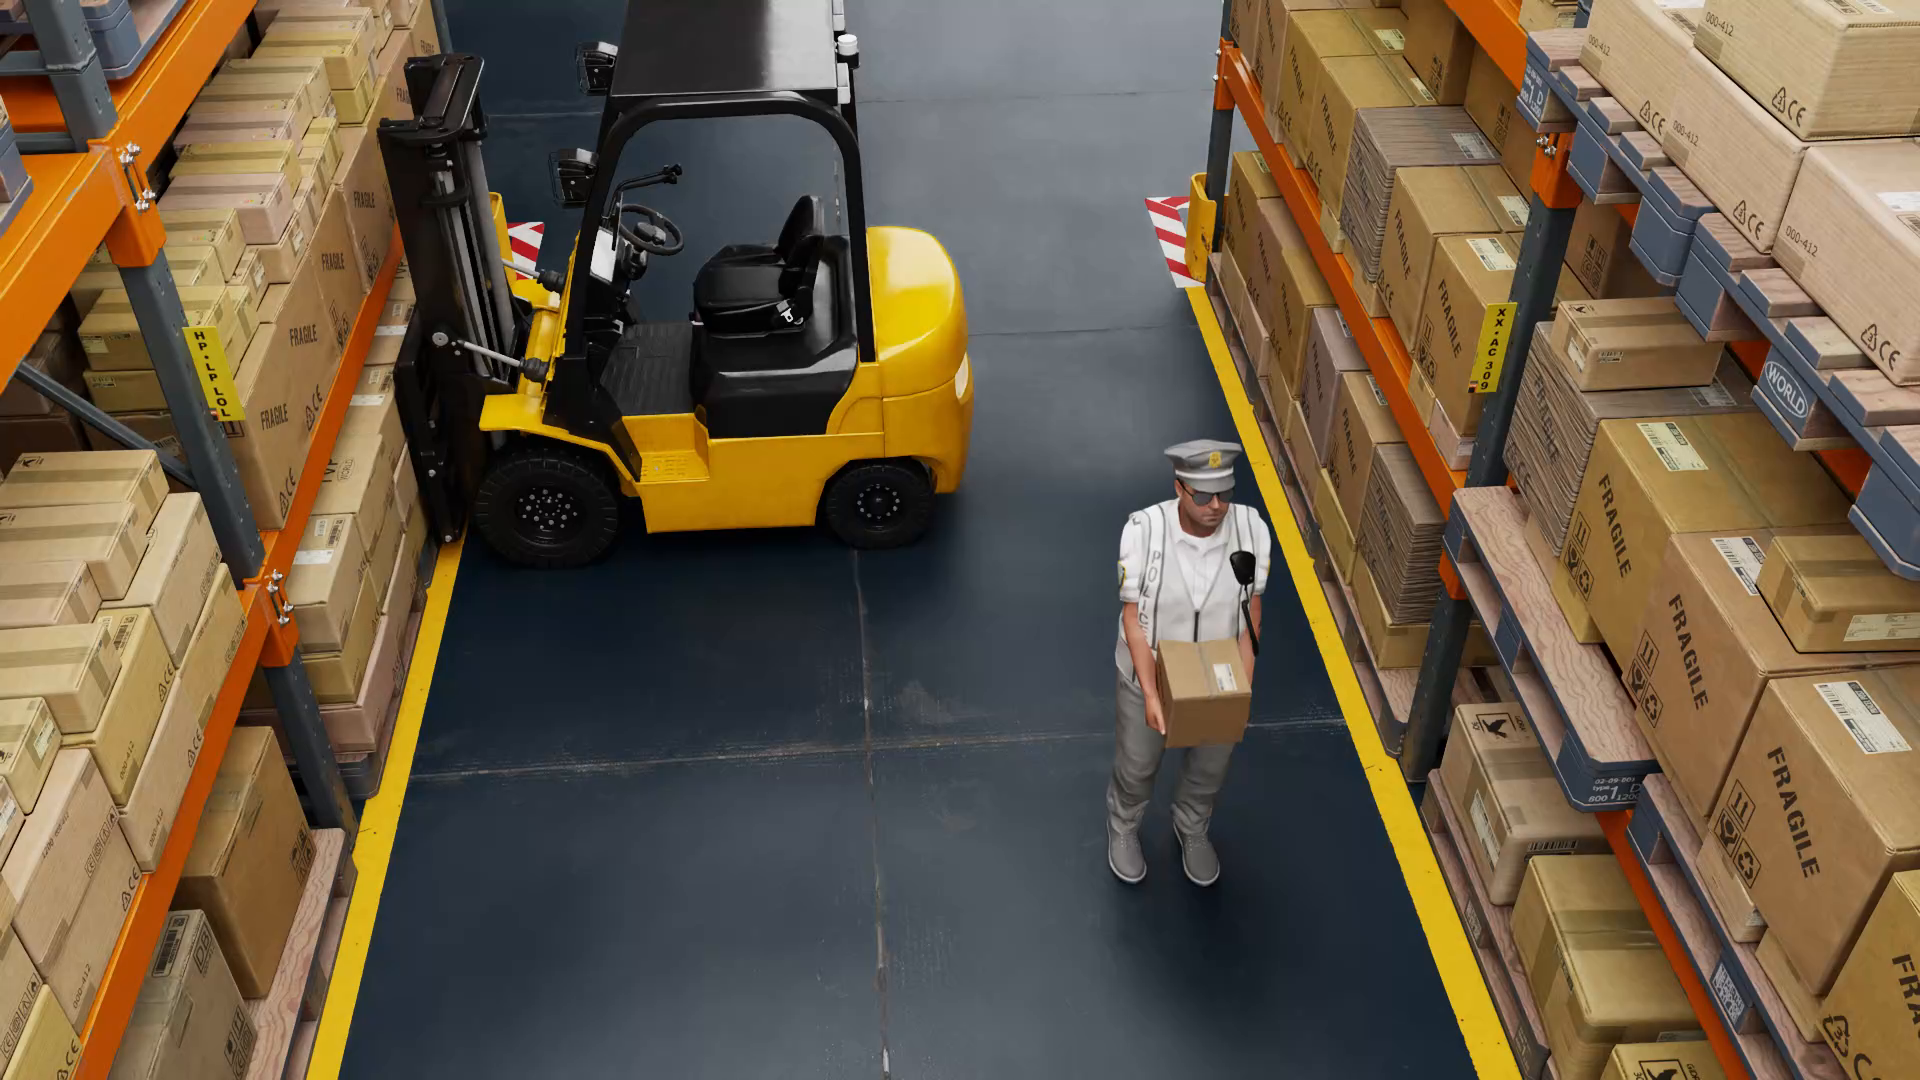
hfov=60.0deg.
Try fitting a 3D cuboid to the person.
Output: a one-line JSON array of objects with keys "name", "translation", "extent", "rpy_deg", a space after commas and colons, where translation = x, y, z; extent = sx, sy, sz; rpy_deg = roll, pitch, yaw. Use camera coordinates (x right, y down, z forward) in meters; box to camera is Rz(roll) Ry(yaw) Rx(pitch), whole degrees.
[{"name": "person", "translation": [0.767, 0.468, 5.556], "extent": [0.494, 1.763, 0.572], "rpy_deg": [-4, 39, -5]}]
